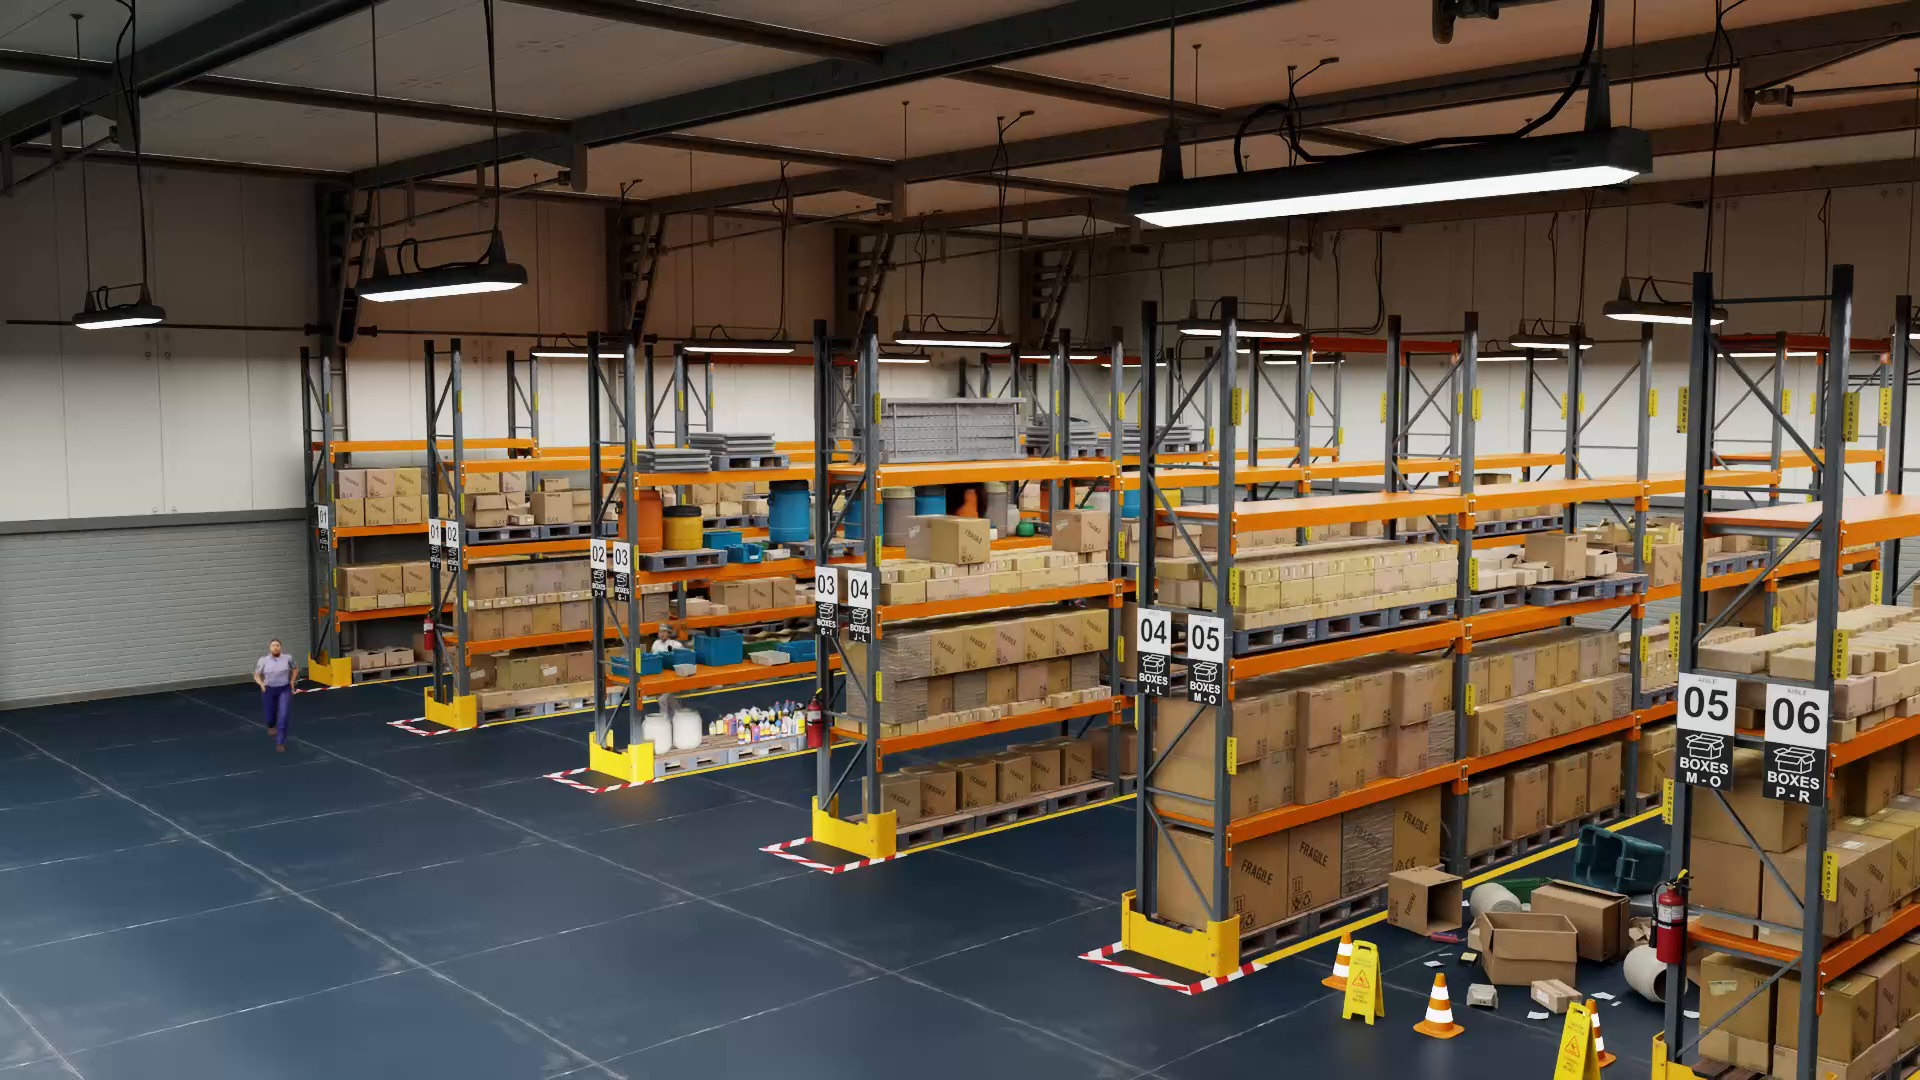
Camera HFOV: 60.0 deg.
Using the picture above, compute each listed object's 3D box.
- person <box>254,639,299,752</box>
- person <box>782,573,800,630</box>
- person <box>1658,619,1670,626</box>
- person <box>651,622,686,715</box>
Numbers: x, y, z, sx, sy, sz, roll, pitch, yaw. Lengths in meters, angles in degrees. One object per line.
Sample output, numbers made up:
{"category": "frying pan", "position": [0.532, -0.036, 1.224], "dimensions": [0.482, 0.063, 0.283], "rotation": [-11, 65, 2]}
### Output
{"category": "person", "position": [-9.965, 2.249, 24.275], "dimensions": [0.616, 1.645, 0.750], "rotation": [-2, 6, -25]}
{"category": "person", "position": [-3.369, 1.473, 32.892], "dimensions": [0.529, 1.617, 0.569], "rotation": [-4, 6, -37]}
{"category": "person", "position": [11.210, 2.059, 26.417], "dimensions": [0.697, 1.638, 0.506], "rotation": [-4, 7, -39]}
{"category": "person", "position": [-4.462, 2.105, 25.294], "dimensions": [0.583, 1.742, 0.801], "rotation": [3, 6, 30]}
